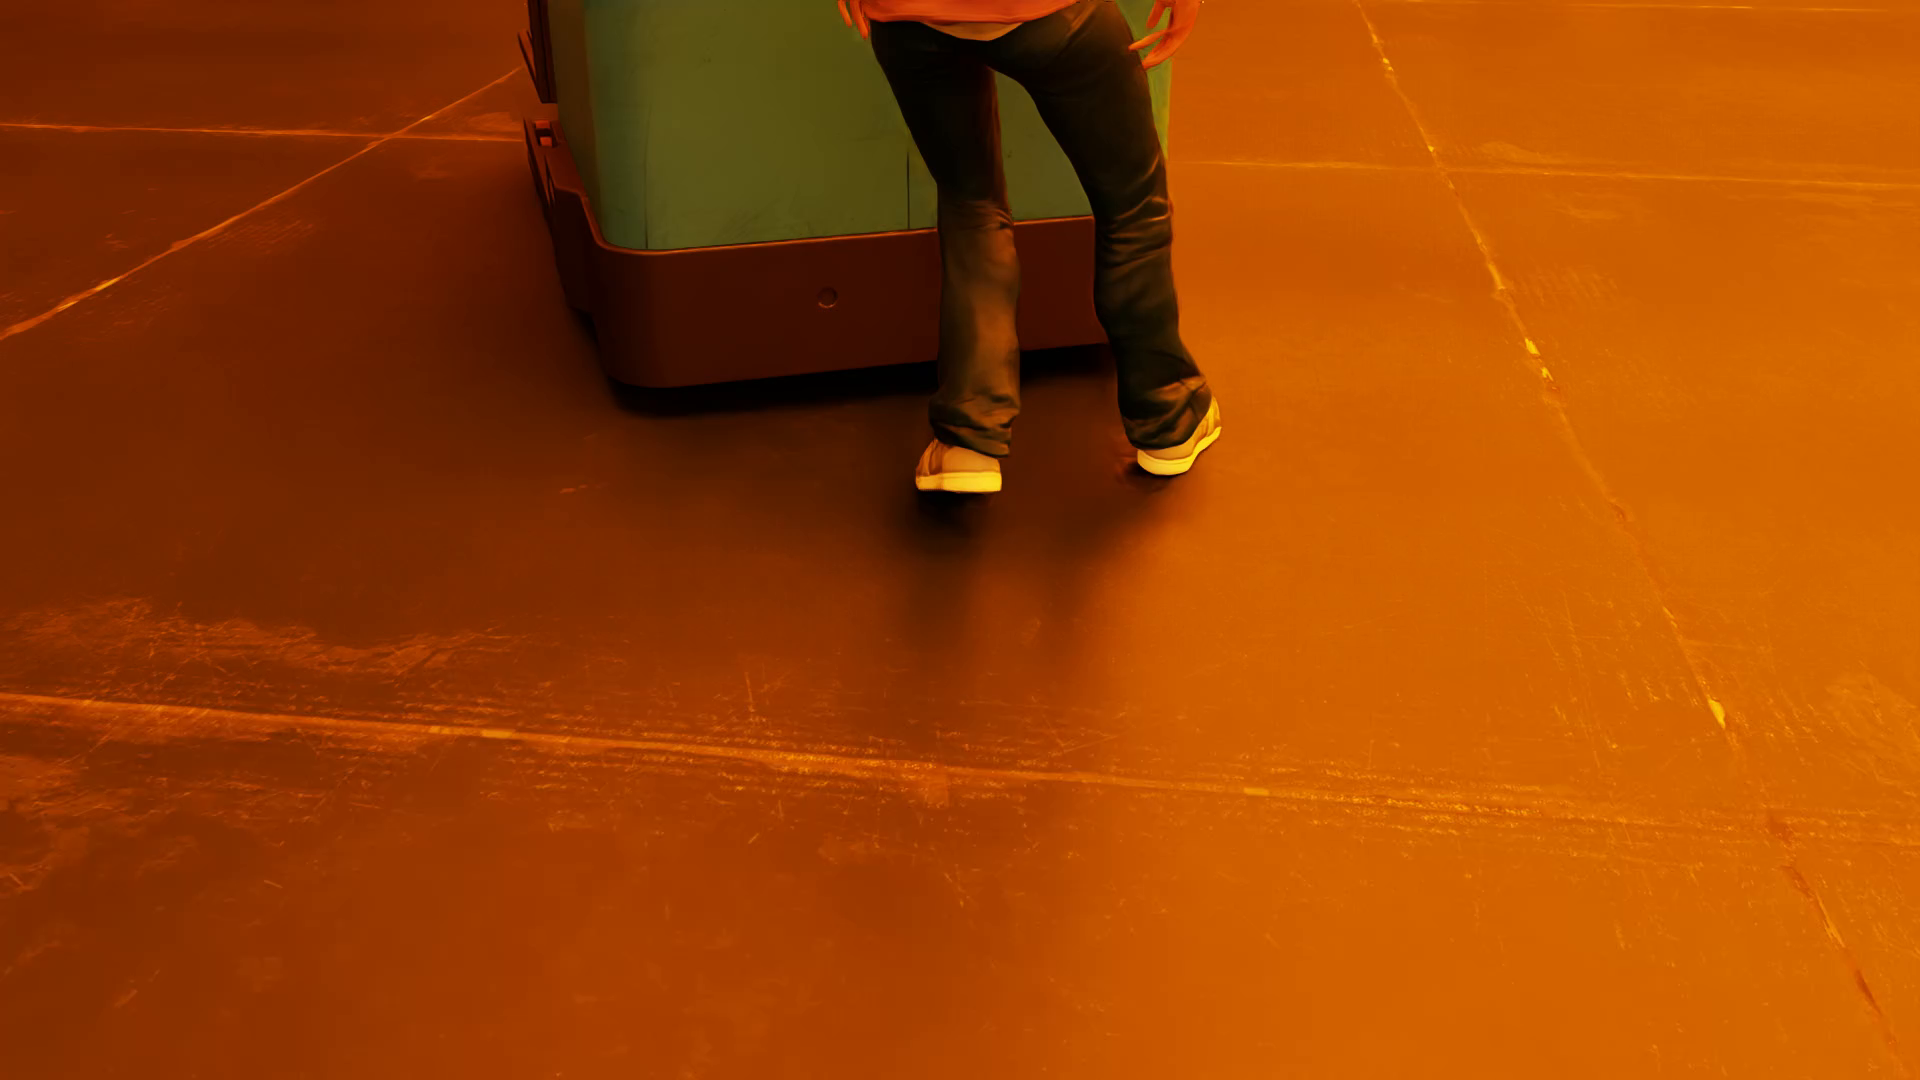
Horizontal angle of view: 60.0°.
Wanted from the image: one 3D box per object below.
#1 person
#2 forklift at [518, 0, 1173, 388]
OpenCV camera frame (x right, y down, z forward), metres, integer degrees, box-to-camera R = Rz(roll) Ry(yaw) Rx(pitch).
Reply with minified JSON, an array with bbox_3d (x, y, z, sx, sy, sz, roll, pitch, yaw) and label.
[{"bbox_3d":[0.099,-0.816,2.407,0.575,1.533,0.597,11,29,21],"label":"person"},{"bbox_3d":[-0.517,-2.211,3.648,1.130,2.935,3.031,-8,27,-15],"label":"forklift"}]
